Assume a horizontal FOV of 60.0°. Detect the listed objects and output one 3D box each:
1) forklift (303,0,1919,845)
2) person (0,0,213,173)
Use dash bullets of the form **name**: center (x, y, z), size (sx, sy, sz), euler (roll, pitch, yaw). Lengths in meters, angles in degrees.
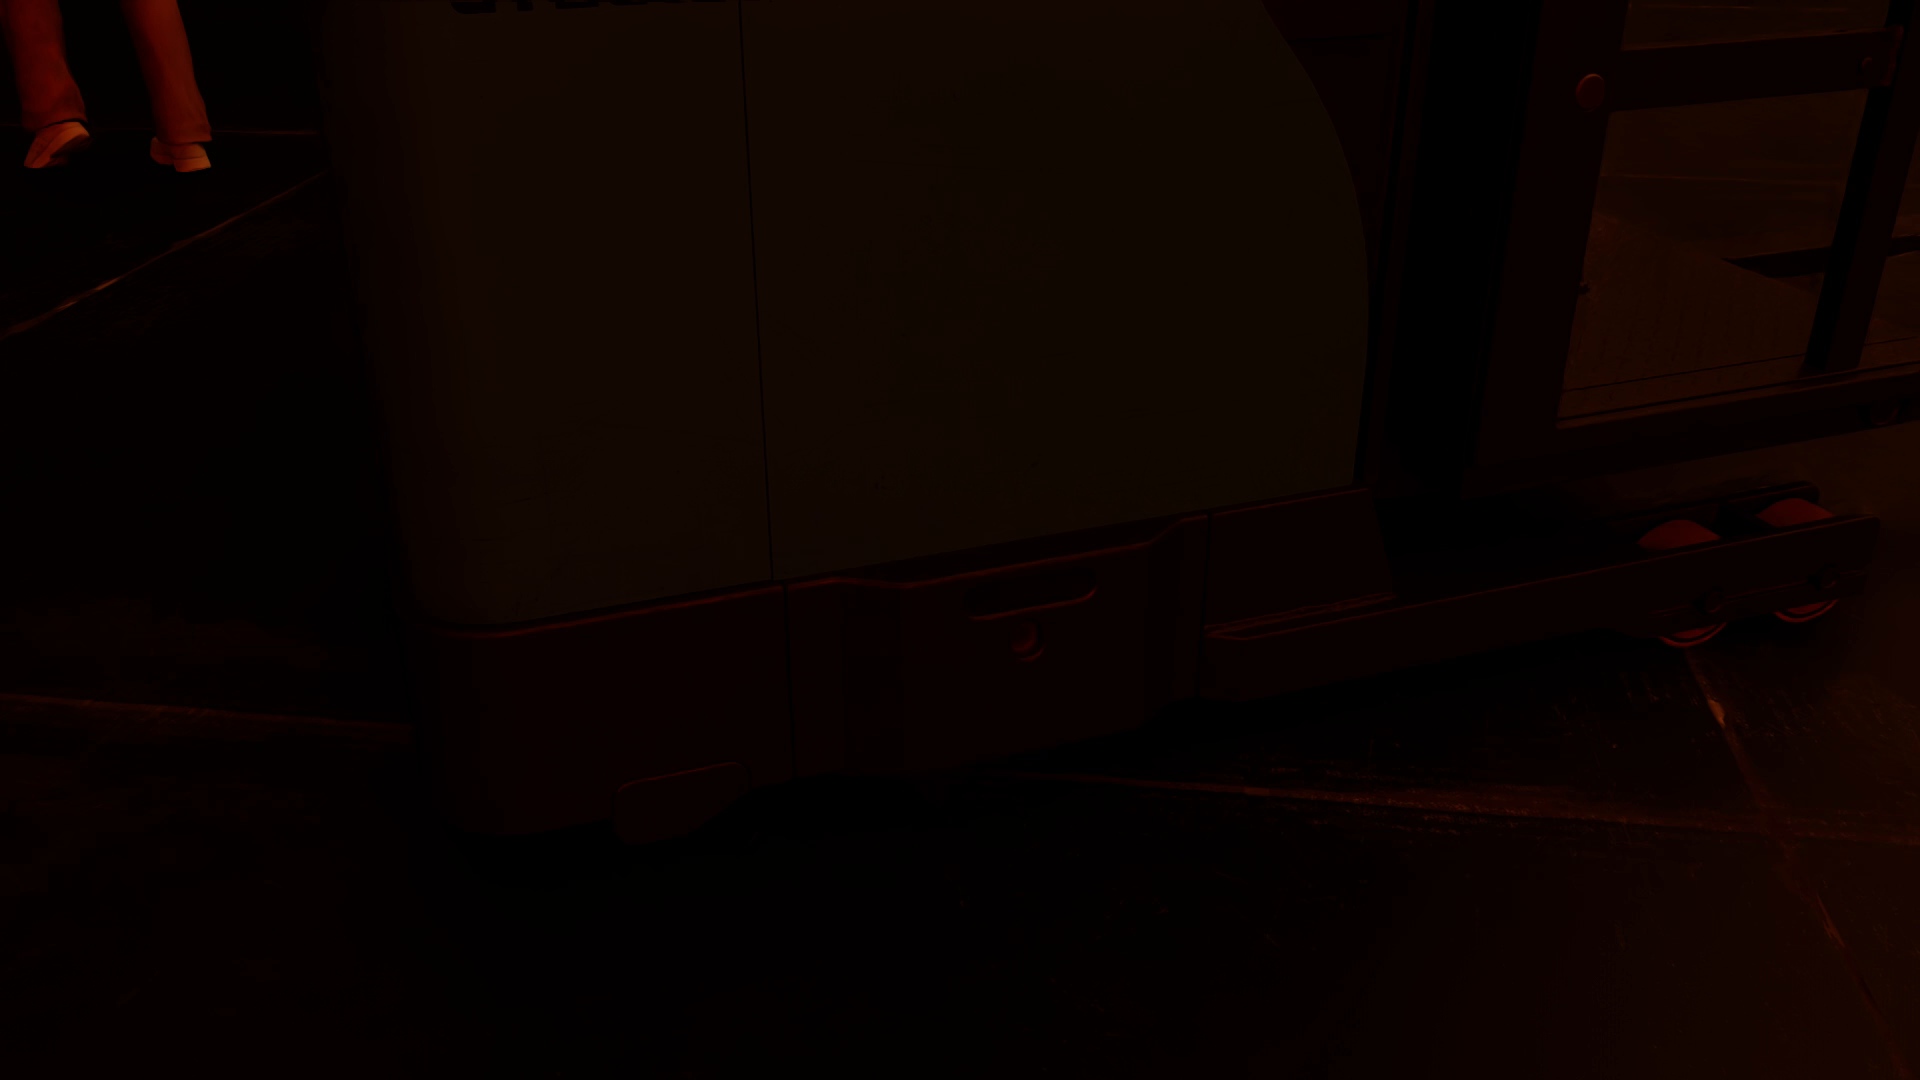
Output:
- **forklift**: center (0.704, -1.380, 1.983), size (3.031, 2.935, 1.130), euler (-9, 28, -18)
- **person**: center (-2.251, -1.646, 4.294), size (0.564, 1.462, 0.497), euler (-22, 34, -37)
